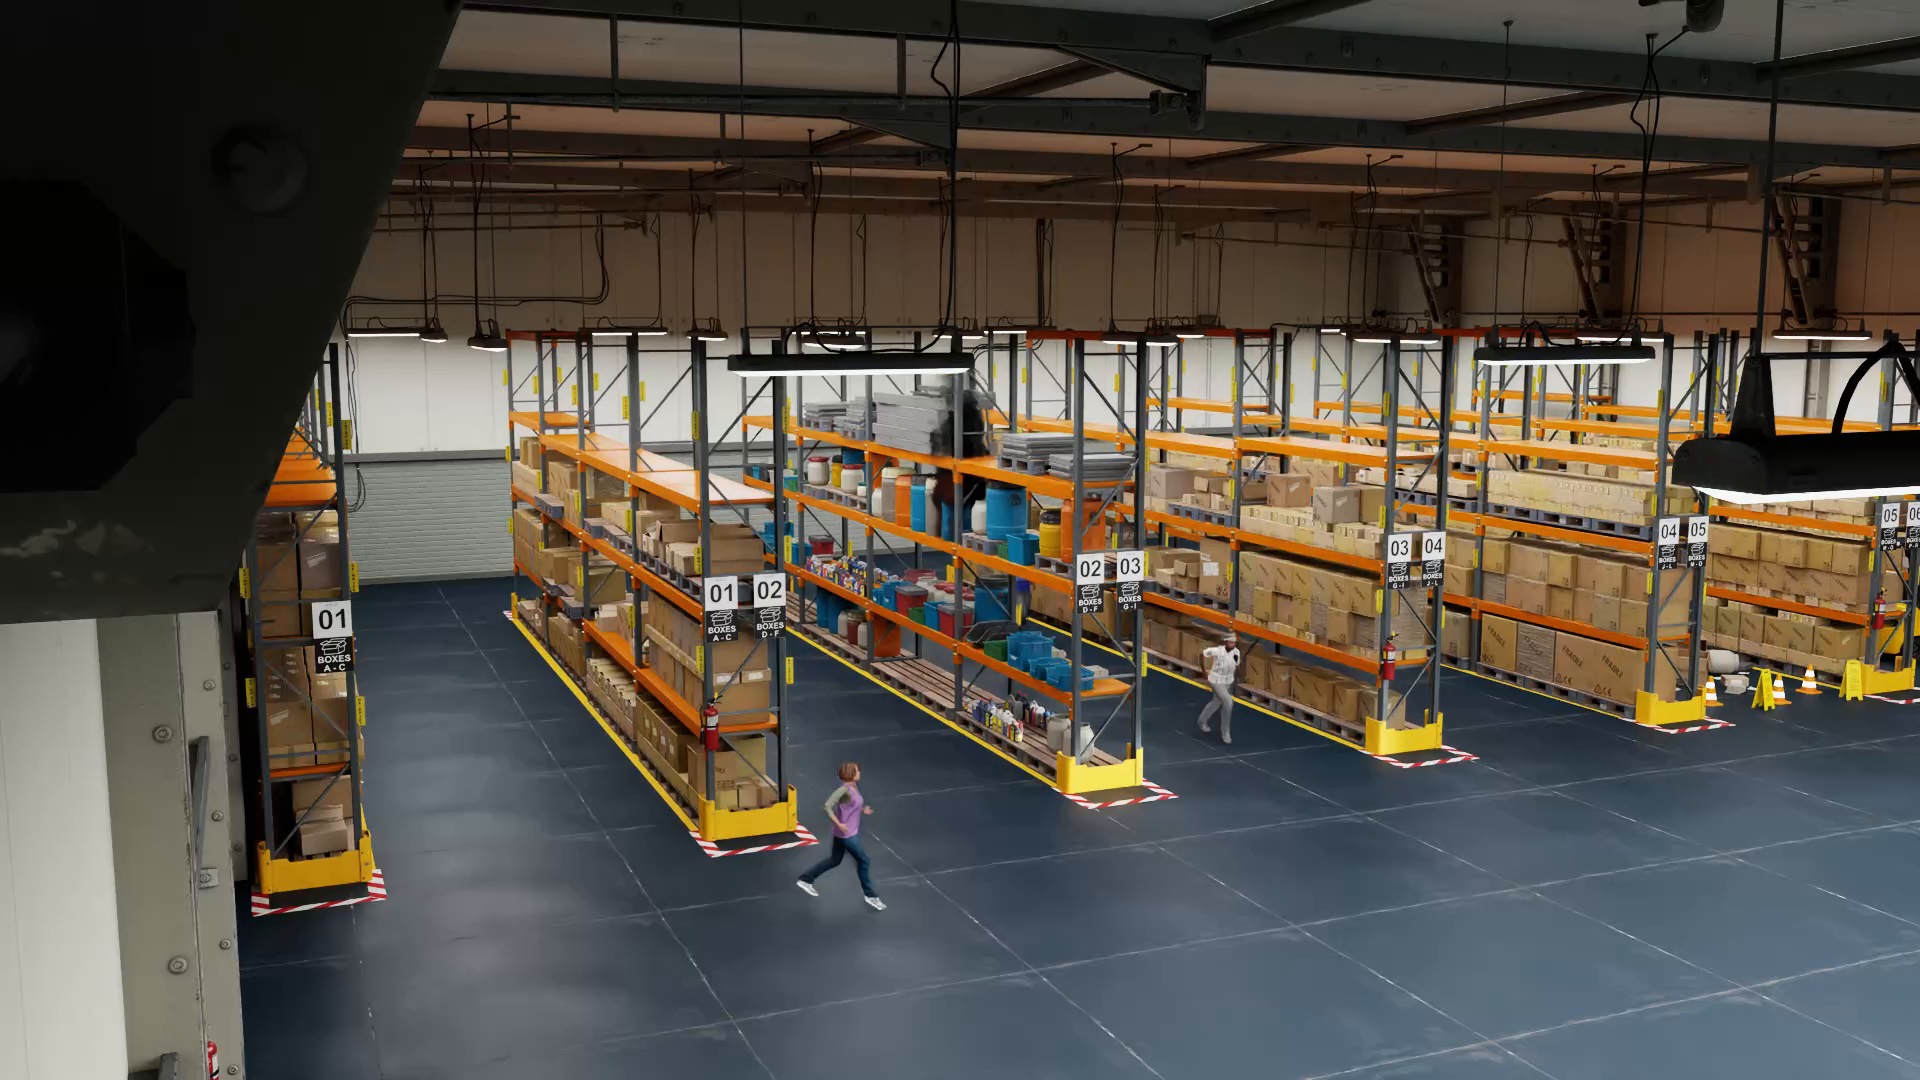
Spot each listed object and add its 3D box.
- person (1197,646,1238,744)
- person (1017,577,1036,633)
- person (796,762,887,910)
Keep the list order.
[{"bbox_3d":[3.834,2.266,24.841,0.381,1.460,0.852,-5,9,-35],"label":"person"},{"bbox_3d":[1.237,1.135,32.309,0.554,1.633,0.632,-3,8,-22],"label":"person"},{"bbox_3d":[-1.264,3.203,17.746,0.950,1.535,0.506,-1,8,-6],"label":"person"}]
